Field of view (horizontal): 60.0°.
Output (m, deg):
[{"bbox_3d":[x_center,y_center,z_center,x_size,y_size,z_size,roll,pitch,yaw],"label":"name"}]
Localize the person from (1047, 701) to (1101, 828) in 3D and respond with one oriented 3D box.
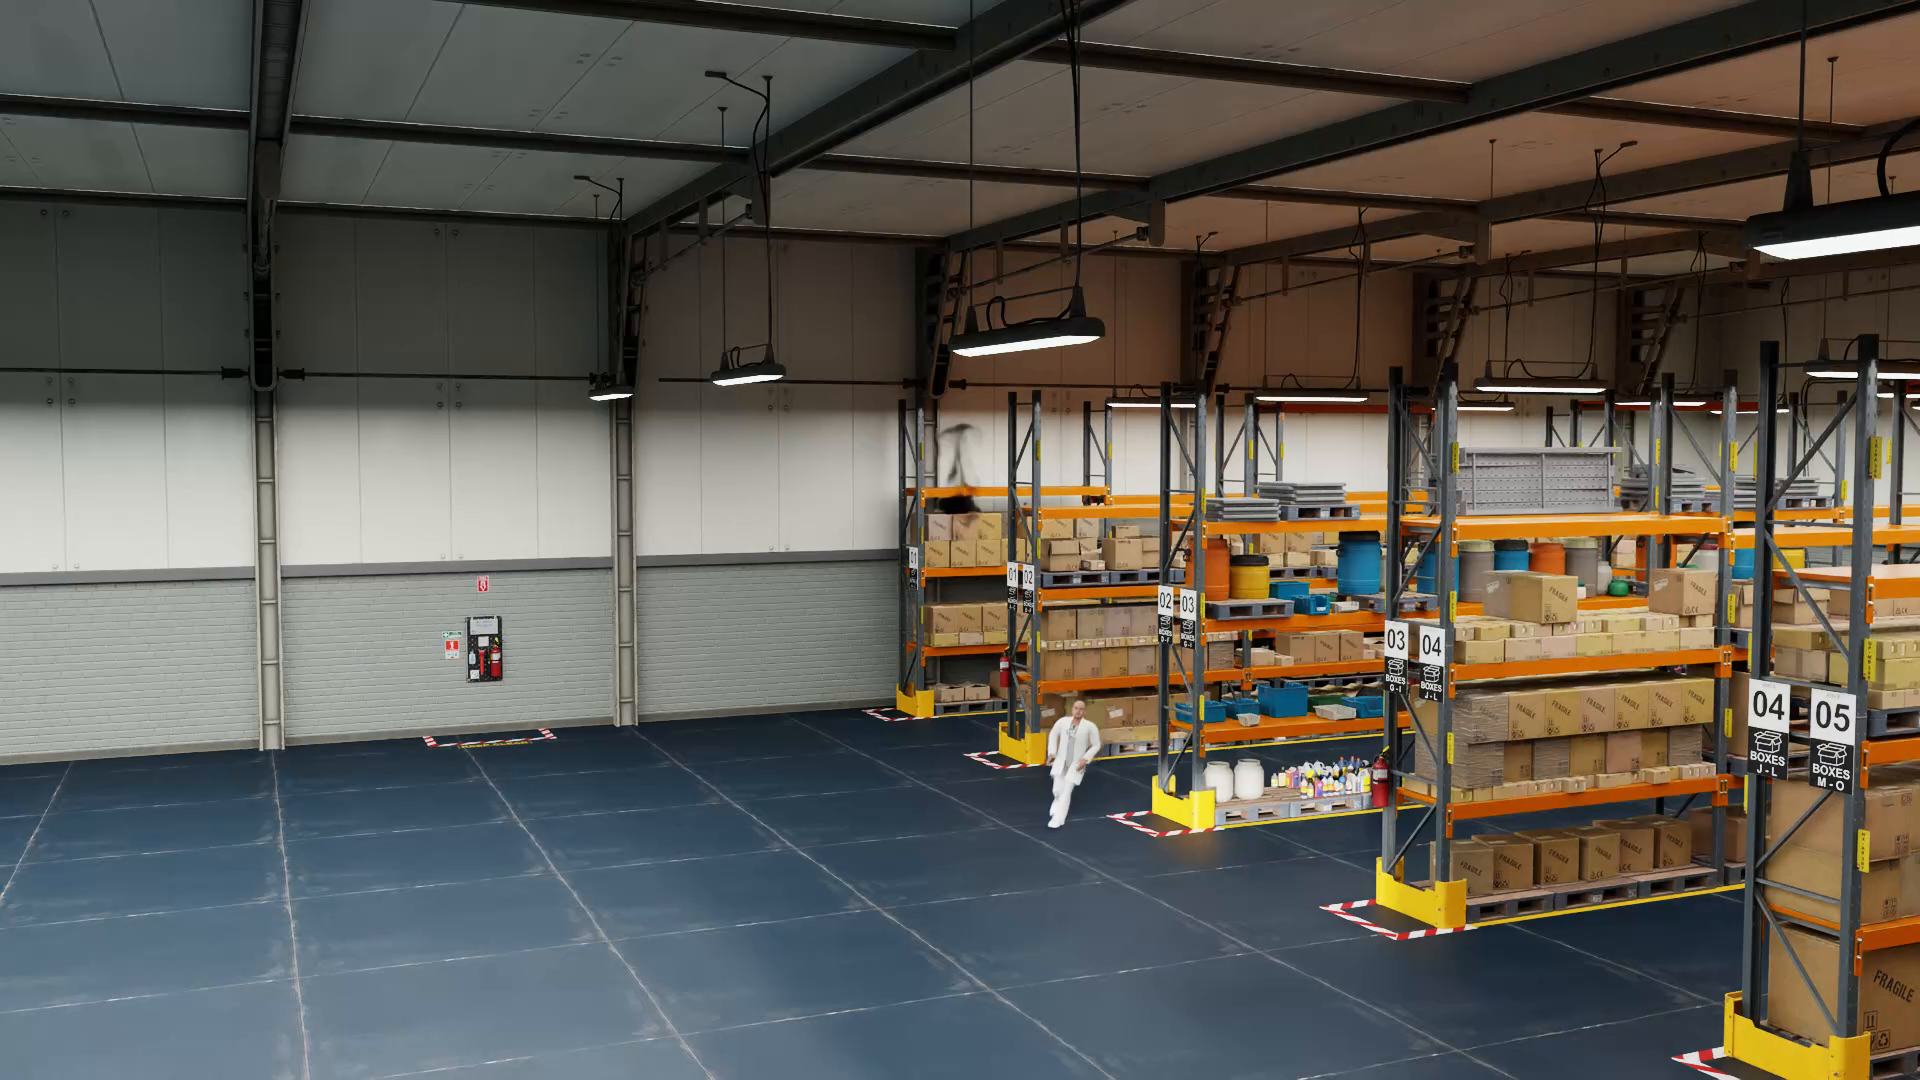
[{"bbox_3d":[1.515,3.005,22.312,0.736,1.698,0.569,1,3,16],"label":"person"}]
